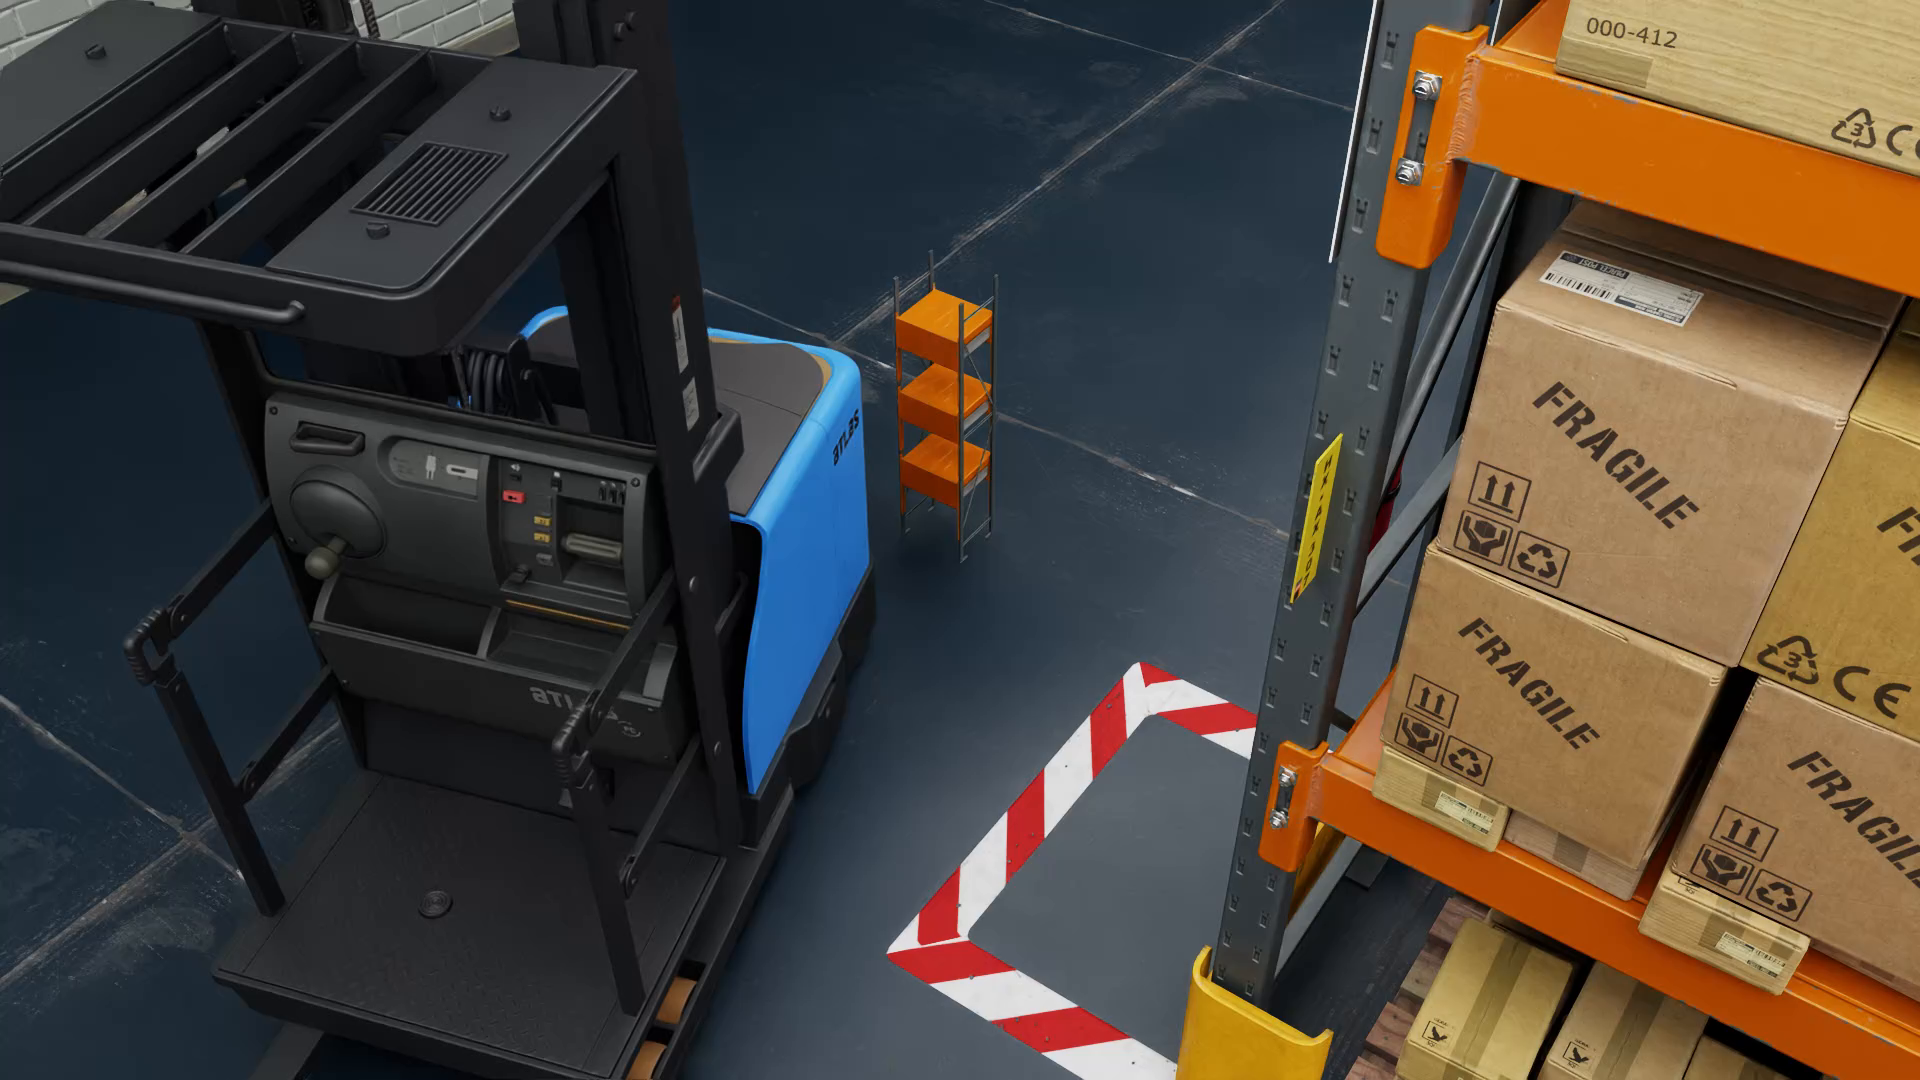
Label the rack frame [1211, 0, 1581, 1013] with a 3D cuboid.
[{"bbox_3d":[0.931,-0.008,3.509,0.127,3.000,1.000,25,48,25],"label":"rack frame"}]

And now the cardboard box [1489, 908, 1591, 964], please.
[{"bbox_3d":[1.527,0.833,4.169,0.250,0.149,0.380,24,47,24],"label":"cardboard box"}]

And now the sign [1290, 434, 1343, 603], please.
[{"bbox_3d":[0.620,-0.034,2.890,0.005,0.325,0.100,25,48,25],"label":"sign"}]

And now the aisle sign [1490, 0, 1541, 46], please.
[{"bbox_3d":[1.043,-1.168,2.857,0.004,0.787,0.394,25,48,25],"label":"aisle sign"}]

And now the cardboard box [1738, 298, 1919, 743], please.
[{"bbox_3d":[1.563,-0.022,2.477,0.500,0.500,0.500,26,48,26],"label":"cardboard box"}]

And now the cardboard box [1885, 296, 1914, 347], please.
[{"bbox_3d":[1.448,-0.489,2.999,0.500,0.500,0.500,24,47,25],"label":"cardboard box"}]

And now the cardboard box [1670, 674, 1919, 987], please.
[{"bbox_3d":[1.593,0.358,2.803,0.500,0.500,0.500,25,48,25],"label":"cardboard box"}]

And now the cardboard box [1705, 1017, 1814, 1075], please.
[{"bbox_3d":[1.953,1.031,3.948,0.250,0.149,0.380,23,47,24],"label":"cardboard box"}]

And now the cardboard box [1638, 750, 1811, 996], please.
[{"bbox_3d":[1.430,0.596,3.023,0.250,0.149,0.380,24,47,24],"label":"cardboard box"}]

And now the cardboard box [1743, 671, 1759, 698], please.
[{"bbox_3d":[1.865,0.076,3.118,0.500,0.500,0.500,24,47,25],"label":"cardboard box"}]

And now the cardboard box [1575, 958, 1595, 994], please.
[{"bbox_3d":[1.750,1.029,4.174,0.250,0.149,0.380,27,48,27],"label":"cardboard box"}]

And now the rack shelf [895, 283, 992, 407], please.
[{"bbox_3d":[-0.044,-0.615,5.241,0.240,0.259,0.215,25,48,25],"label":"rack shelf"}]

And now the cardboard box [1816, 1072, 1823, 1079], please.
[{"bbox_3d":[2.114,1.191,3.770,0.250,0.149,0.380,25,47,25],"label":"cardboard box"}]

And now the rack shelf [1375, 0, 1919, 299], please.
[{"bbox_3d":[2.568,-0.092,1.893,4.000,0.370,1.077,25,48,25],"label":"rack shelf"}]

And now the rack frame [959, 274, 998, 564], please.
[{"bbox_3d":[0.056,-0.365,5.371,0.008,1.050,0.200,25,48,25],"label":"rack frame"}]

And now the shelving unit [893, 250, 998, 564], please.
[{"bbox_3d":[-0.044,-0.412,5.423,0.252,1.050,0.215,25,48,25],"label":"shelving unit"}]

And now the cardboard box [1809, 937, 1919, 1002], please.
[{"bbox_3d":[1.721,0.620,2.996,0.250,0.149,0.380,27,49,27],"label":"cardboard box"}]

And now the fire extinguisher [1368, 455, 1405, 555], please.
[{"bbox_3d":[0.990,-0.189,4.049,0.183,0.674,0.296,25,48,25],"label":"fire extinguisher"}]

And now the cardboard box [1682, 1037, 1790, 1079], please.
[{"bbox_3d":[1.592,1.269,3.460,0.250,0.149,0.380,25,47,25],"label":"cardboard box"}]

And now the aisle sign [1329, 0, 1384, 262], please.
[{"bbox_3d":[0.699,-0.841,2.491,0.004,0.787,0.394,25,48,25],"label":"aisle sign"}]

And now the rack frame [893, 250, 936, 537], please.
[{"bbox_3d":[-0.144,-0.458,5.475,0.008,1.050,0.200,25,48,25],"label":"rack frame"}]

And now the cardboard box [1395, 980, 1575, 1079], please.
[{"bbox_3d":[1.213,1.128,3.840,0.250,0.149,0.380,27,48,27],"label":"cardboard box"}]

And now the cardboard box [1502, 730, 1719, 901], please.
[{"bbox_3d":[1.240,0.464,3.171,0.250,0.149,0.380,27,48,27],"label":"cardboard box"}]

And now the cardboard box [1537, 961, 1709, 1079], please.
[{"bbox_3d":[1.460,1.102,3.645,0.250,0.149,0.380,26,48,26],"label":"cardboard box"}]

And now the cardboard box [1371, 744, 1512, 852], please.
[{"bbox_3d":[1.008,0.389,3.254,0.250,0.149,0.380,25,47,25],"label":"cardboard box"}]

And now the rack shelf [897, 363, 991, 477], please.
[{"bbox_3d":[-0.044,-0.404,5.430,0.240,0.259,0.215,25,48,25],"label":"rack shelf"}]

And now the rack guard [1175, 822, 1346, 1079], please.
[{"bbox_3d":[0.993,0.953,4.310,0.348,0.500,1.175,25,48,25],"label":"rack guard"}]

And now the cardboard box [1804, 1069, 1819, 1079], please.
[{"bbox_3d":[2.127,1.264,3.910,0.250,0.149,0.380,26,48,26],"label":"cardboard box"}]

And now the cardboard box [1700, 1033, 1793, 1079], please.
[{"bbox_3d":[1.655,1.309,3.638,0.250,0.149,0.380,26,48,26],"label":"cardboard box"}]

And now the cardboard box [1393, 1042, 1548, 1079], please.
[{"bbox_3d":[1.176,1.273,3.900,0.250,0.149,0.380,26,48,26],"label":"cardboard box"}]

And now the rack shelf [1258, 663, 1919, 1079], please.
[{"bbox_3d":[2.568,1.026,2.893,4.000,0.370,1.077,25,48,25],"label":"rack shelf"}]

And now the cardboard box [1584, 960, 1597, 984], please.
[{"bbox_3d":[1.710,0.963,4.024,0.250,0.149,0.380,24,47,24],"label":"cardboard box"}]

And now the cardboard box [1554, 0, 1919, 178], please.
[{"bbox_3d":[1.152,-0.758,2.211,0.500,0.250,0.500,27,48,27],"label":"cardboard box"}]

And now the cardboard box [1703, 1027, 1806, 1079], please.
[{"bbox_3d":[1.917,1.177,4.008,0.250,0.149,0.380,25,47,25],"label":"cardboard box"}]

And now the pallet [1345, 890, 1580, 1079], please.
[{"bbox_3d":[1.638,1.391,4.037,1.213,0.211,1.003,25,48,25],"label":"pallet"}]

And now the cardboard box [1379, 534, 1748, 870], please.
[{"bbox_3d":[1.140,0.167,3.016,0.500,0.500,0.500,27,49,27],"label":"cardboard box"}]

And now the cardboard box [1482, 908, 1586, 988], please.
[{"bbox_3d":[1.482,0.986,4.222,0.250,0.149,0.380,26,48,26],"label":"cardboard box"}]

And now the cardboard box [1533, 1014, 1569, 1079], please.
[{"bbox_3d":[1.437,1.329,3.838,0.250,0.149,0.380,25,47,25],"label":"cardboard box"}]

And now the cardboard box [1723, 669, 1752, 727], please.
[{"bbox_3d":[1.756,0.260,3.399,0.250,0.149,0.380,25,47,25],"label":"cardboard box"}]

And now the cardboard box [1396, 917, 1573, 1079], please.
[{"bbox_3d":[1.165,1.062,3.690,0.250,0.149,0.380,23,47,24],"label":"cardboard box"}]

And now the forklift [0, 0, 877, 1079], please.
[{"bbox_3d":[-1.176,0.024,3.525,1.130,2.935,3.031,11,43,12],"label":"forklift"}]

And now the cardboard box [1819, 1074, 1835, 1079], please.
[{"bbox_3d":[1.843,1.318,3.404,0.250,0.149,0.380,23,47,23],"label":"cardboard box"}]

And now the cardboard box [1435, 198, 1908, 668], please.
[{"bbox_3d":[1.146,-0.212,2.689,0.500,0.500,0.500,25,47,25],"label":"cardboard box"}]

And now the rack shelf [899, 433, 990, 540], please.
[{"bbox_3d":[-0.044,-0.197,5.615,0.240,0.259,0.215,25,48,25],"label":"rack shelf"}]
